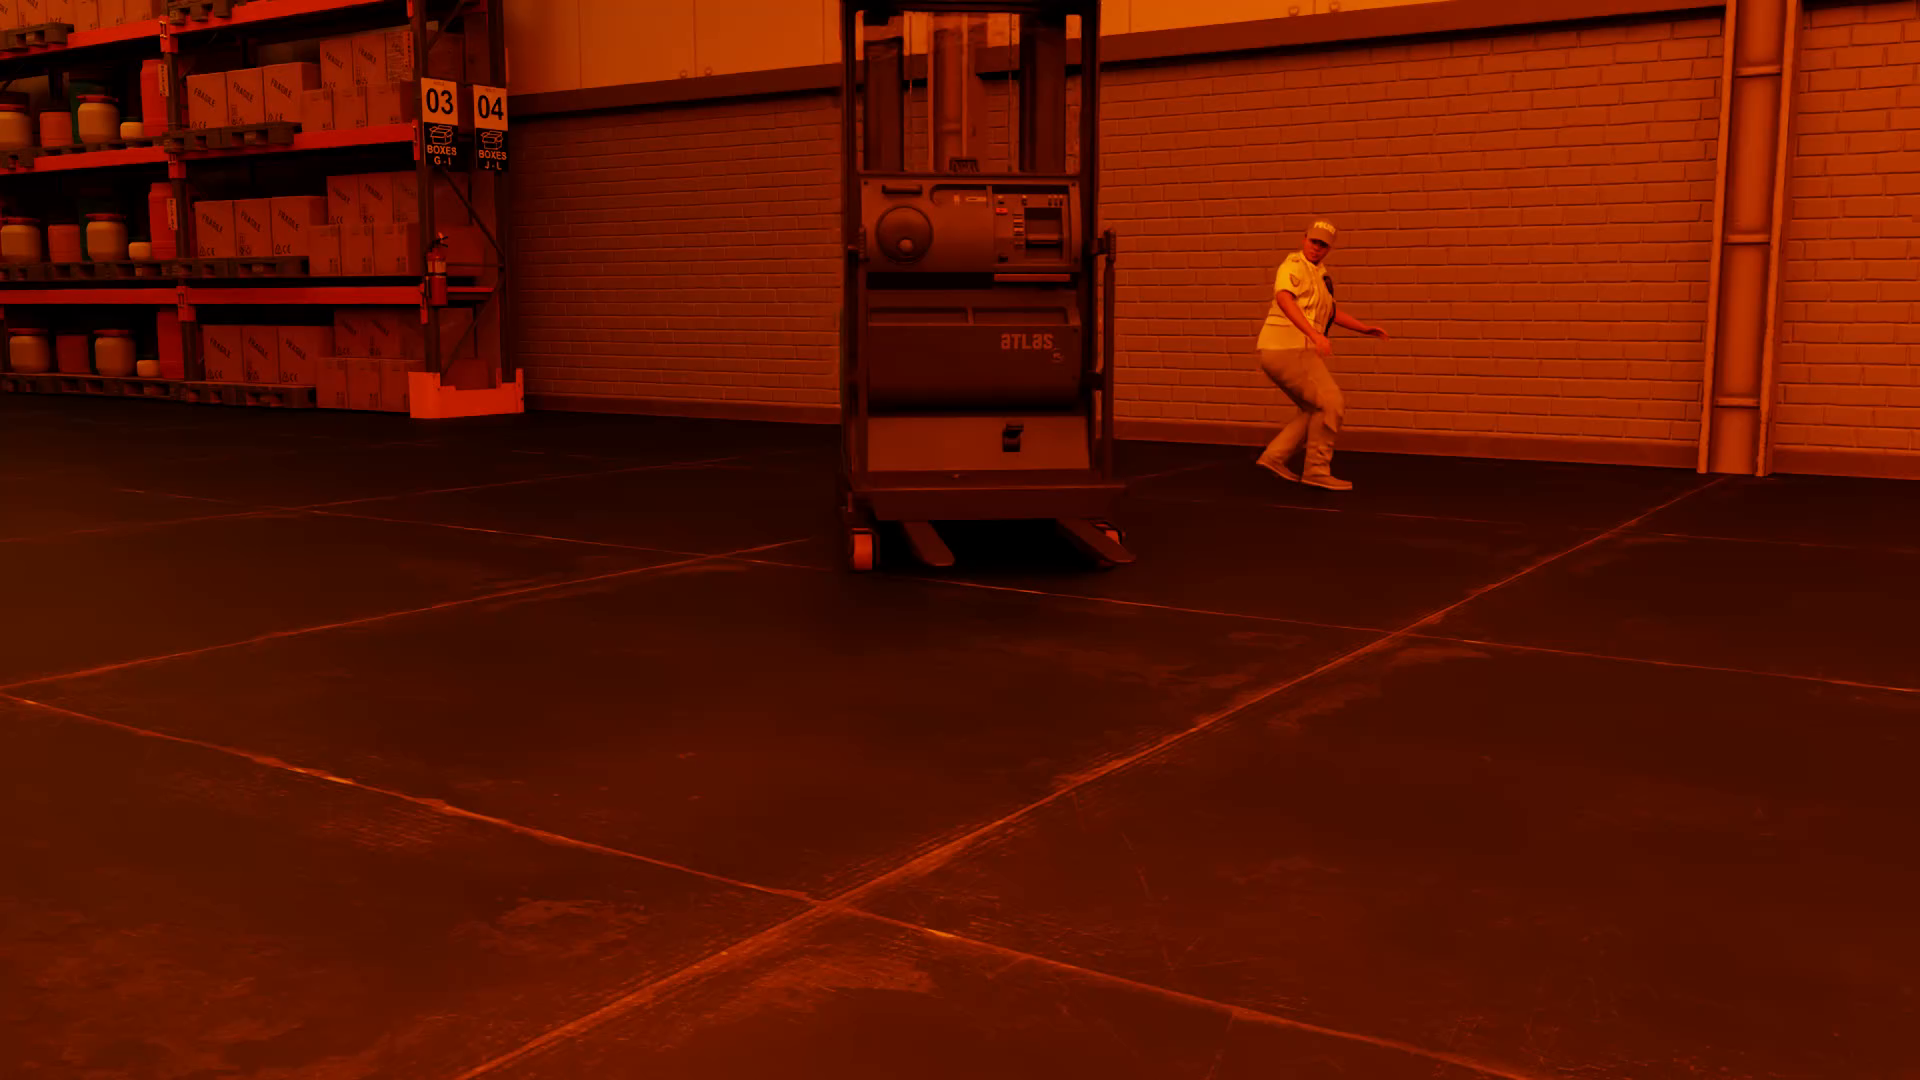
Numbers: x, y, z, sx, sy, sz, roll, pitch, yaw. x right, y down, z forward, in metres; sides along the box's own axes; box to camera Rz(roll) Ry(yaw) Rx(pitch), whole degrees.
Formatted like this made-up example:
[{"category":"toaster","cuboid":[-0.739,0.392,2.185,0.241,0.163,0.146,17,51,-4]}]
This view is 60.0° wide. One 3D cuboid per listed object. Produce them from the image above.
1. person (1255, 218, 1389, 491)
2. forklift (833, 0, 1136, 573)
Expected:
[{"category":"person","cuboid":[2.087,-1.069,9.603,0.744,1.555,0.779,2,8,15]},{"category":"forklift","cuboid":[0.073,-1.366,6.797,1.130,2.935,3.031,-1,8,-6]}]
